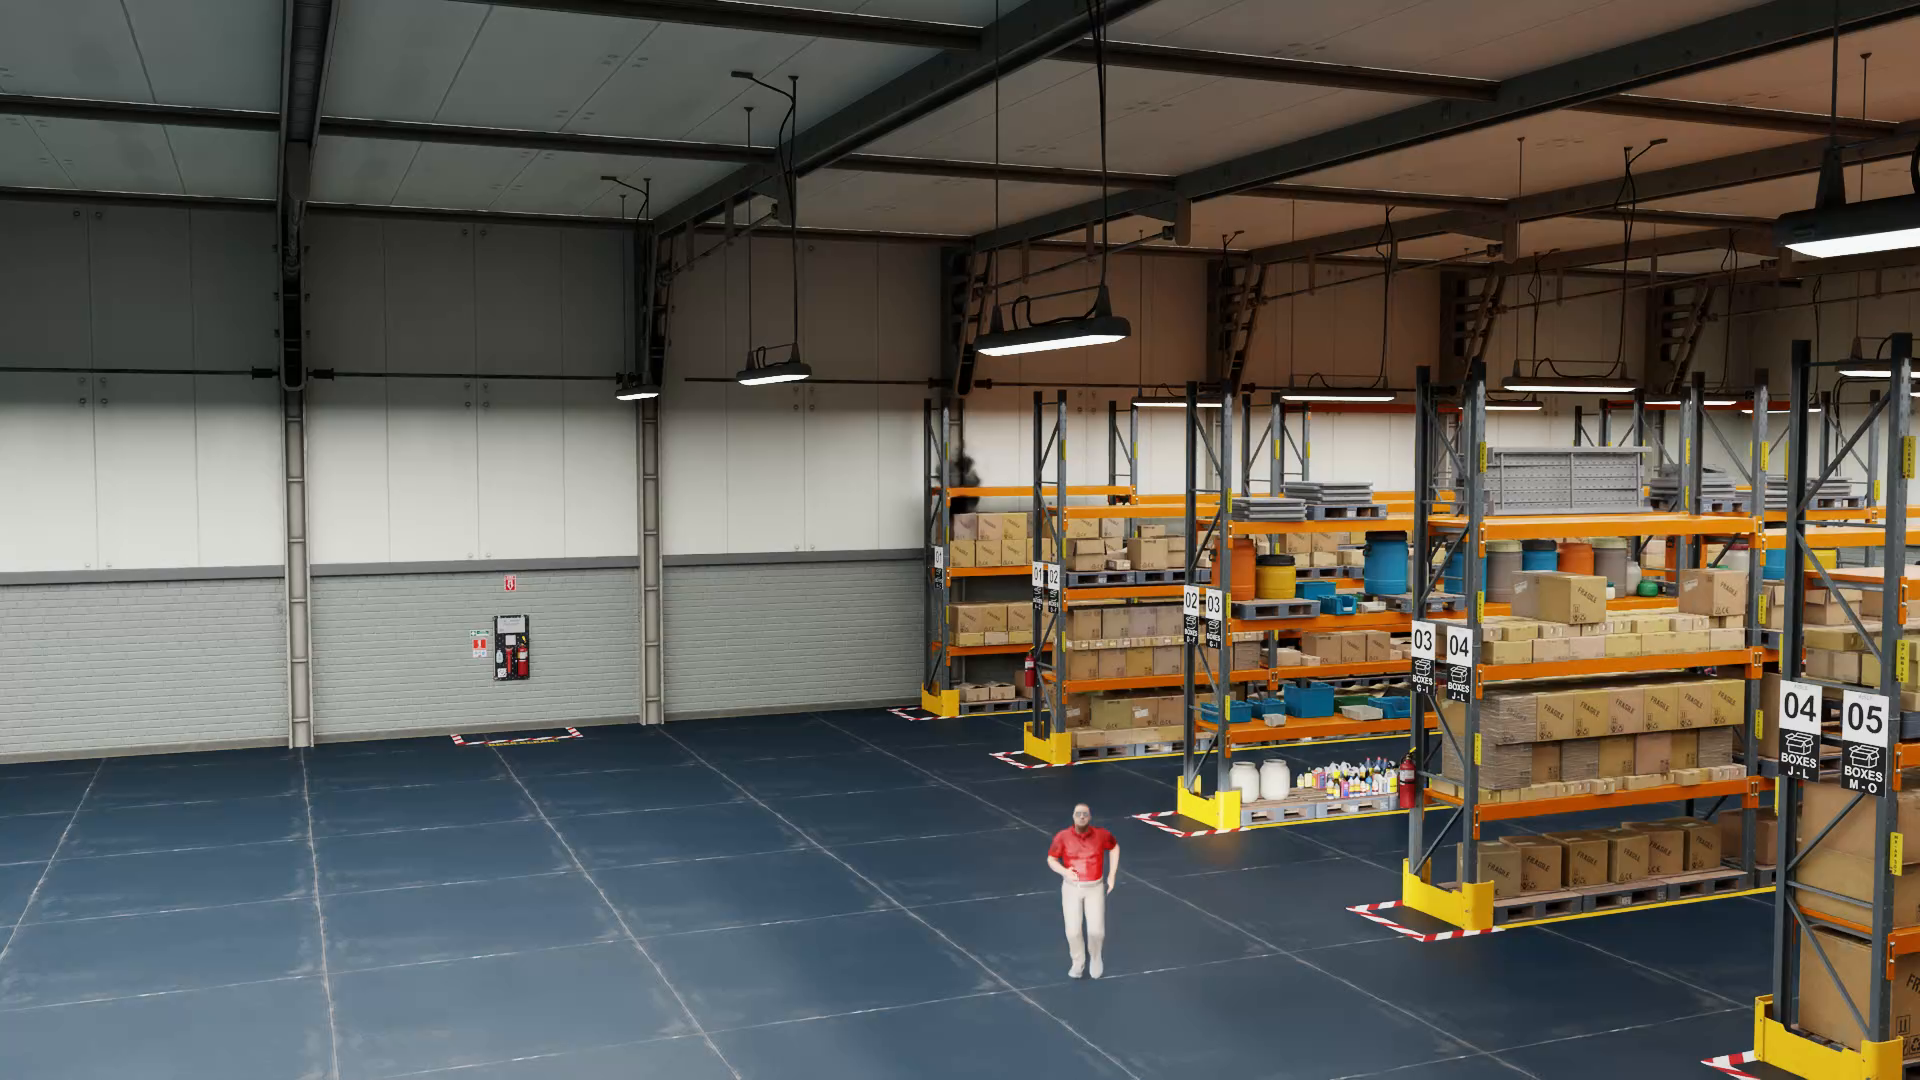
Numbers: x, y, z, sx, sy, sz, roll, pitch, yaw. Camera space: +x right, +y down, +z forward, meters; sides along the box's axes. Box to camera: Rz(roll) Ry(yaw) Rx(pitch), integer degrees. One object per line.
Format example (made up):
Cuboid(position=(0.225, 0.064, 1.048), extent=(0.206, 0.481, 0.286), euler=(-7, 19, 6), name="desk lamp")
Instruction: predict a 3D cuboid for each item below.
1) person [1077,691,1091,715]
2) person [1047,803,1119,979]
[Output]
Cuboid(position=(2.142, 2.540, 29.327), extent=(0.984, 1.777, 0.634), euler=(-2, 4, -27), name="person")
Cuboid(position=(1.173, 3.369, 15.873), extent=(0.686, 1.710, 0.651), euler=(0, 3, 5), name="person")
